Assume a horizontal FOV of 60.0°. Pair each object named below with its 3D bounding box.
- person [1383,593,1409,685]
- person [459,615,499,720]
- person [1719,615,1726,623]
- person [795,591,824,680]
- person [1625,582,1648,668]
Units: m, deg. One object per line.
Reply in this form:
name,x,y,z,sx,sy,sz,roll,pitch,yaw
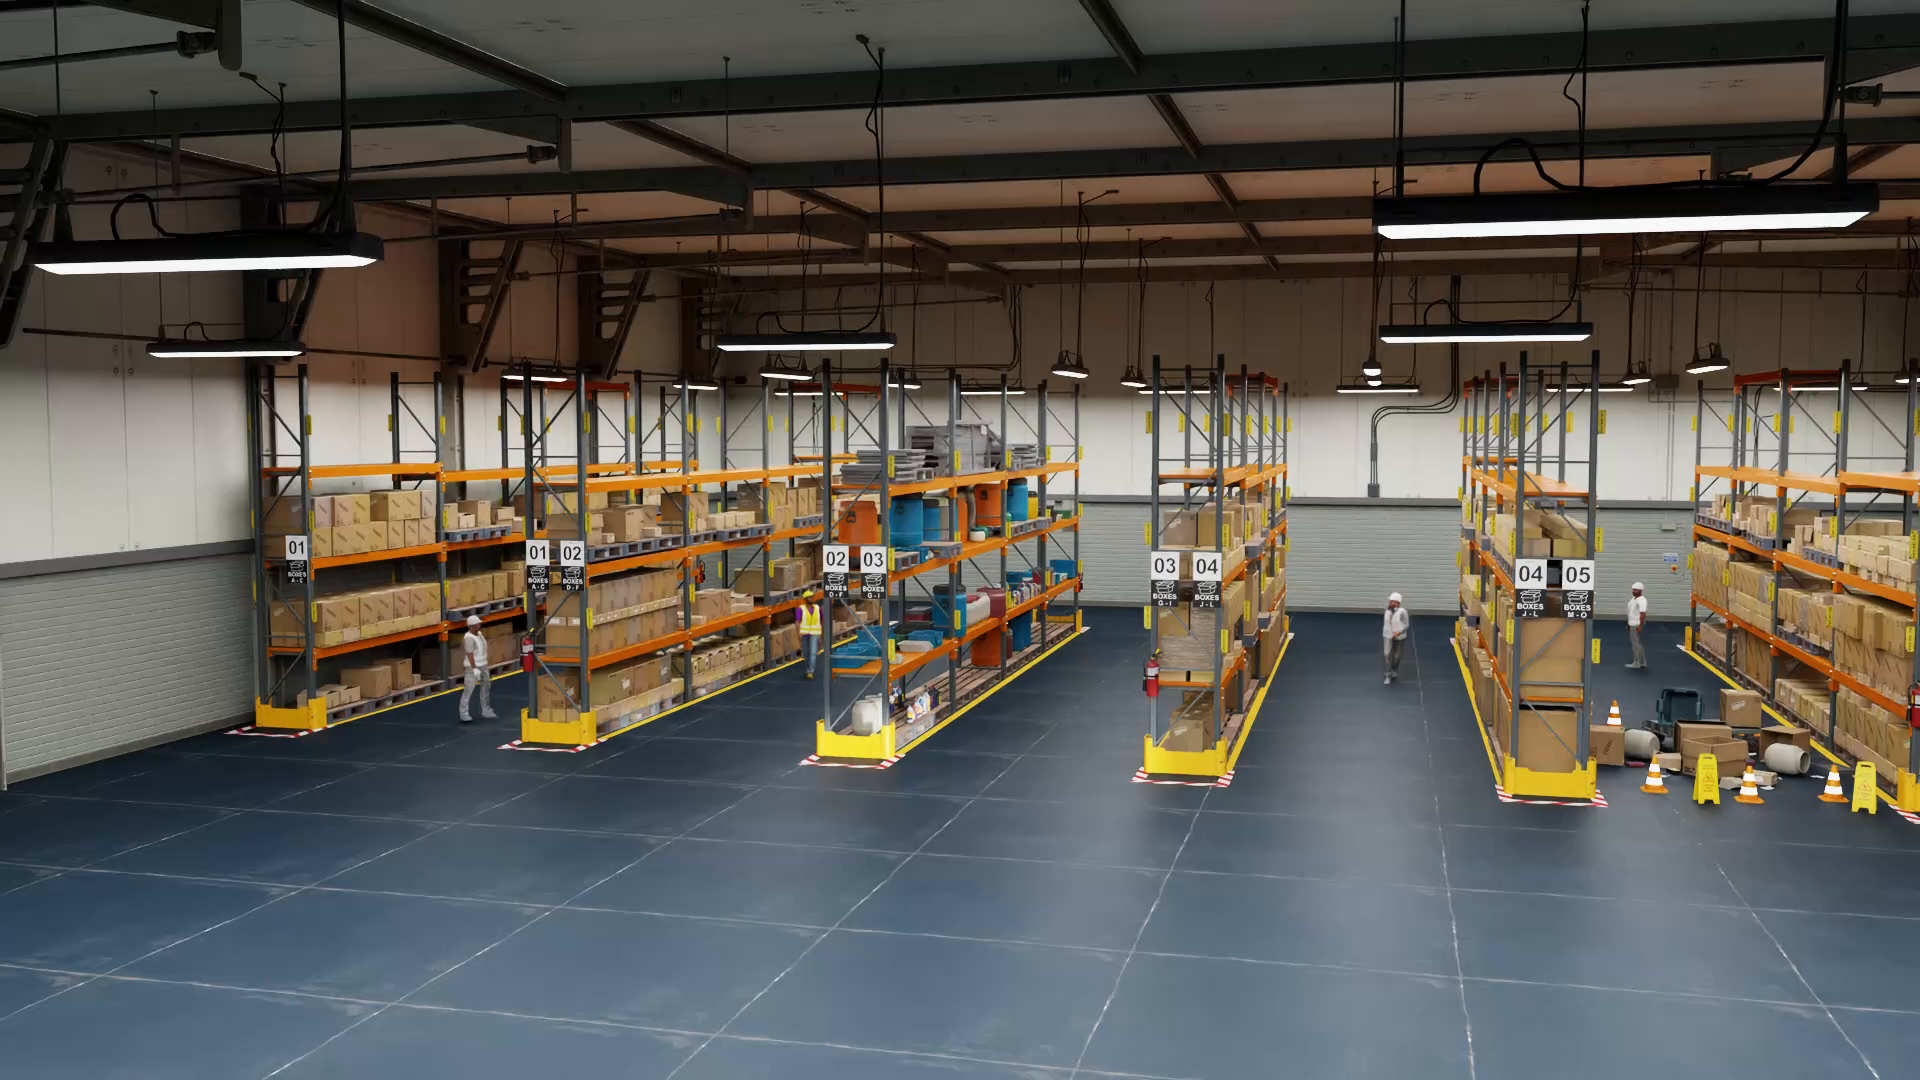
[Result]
person,8.509,1.905,32.483,0.489,1.754,0.992,1,4,14
person,-8.213,2.183,28.282,0.476,1.830,0.668,1,4,14
person,17.874,1.482,38.327,0.987,1.750,0.588,0,4,7
person,-2.988,1.866,32.795,0.530,1.718,1.014,1,4,9
person,13.964,1.754,34.323,0.429,1.765,0.606,2,5,29
